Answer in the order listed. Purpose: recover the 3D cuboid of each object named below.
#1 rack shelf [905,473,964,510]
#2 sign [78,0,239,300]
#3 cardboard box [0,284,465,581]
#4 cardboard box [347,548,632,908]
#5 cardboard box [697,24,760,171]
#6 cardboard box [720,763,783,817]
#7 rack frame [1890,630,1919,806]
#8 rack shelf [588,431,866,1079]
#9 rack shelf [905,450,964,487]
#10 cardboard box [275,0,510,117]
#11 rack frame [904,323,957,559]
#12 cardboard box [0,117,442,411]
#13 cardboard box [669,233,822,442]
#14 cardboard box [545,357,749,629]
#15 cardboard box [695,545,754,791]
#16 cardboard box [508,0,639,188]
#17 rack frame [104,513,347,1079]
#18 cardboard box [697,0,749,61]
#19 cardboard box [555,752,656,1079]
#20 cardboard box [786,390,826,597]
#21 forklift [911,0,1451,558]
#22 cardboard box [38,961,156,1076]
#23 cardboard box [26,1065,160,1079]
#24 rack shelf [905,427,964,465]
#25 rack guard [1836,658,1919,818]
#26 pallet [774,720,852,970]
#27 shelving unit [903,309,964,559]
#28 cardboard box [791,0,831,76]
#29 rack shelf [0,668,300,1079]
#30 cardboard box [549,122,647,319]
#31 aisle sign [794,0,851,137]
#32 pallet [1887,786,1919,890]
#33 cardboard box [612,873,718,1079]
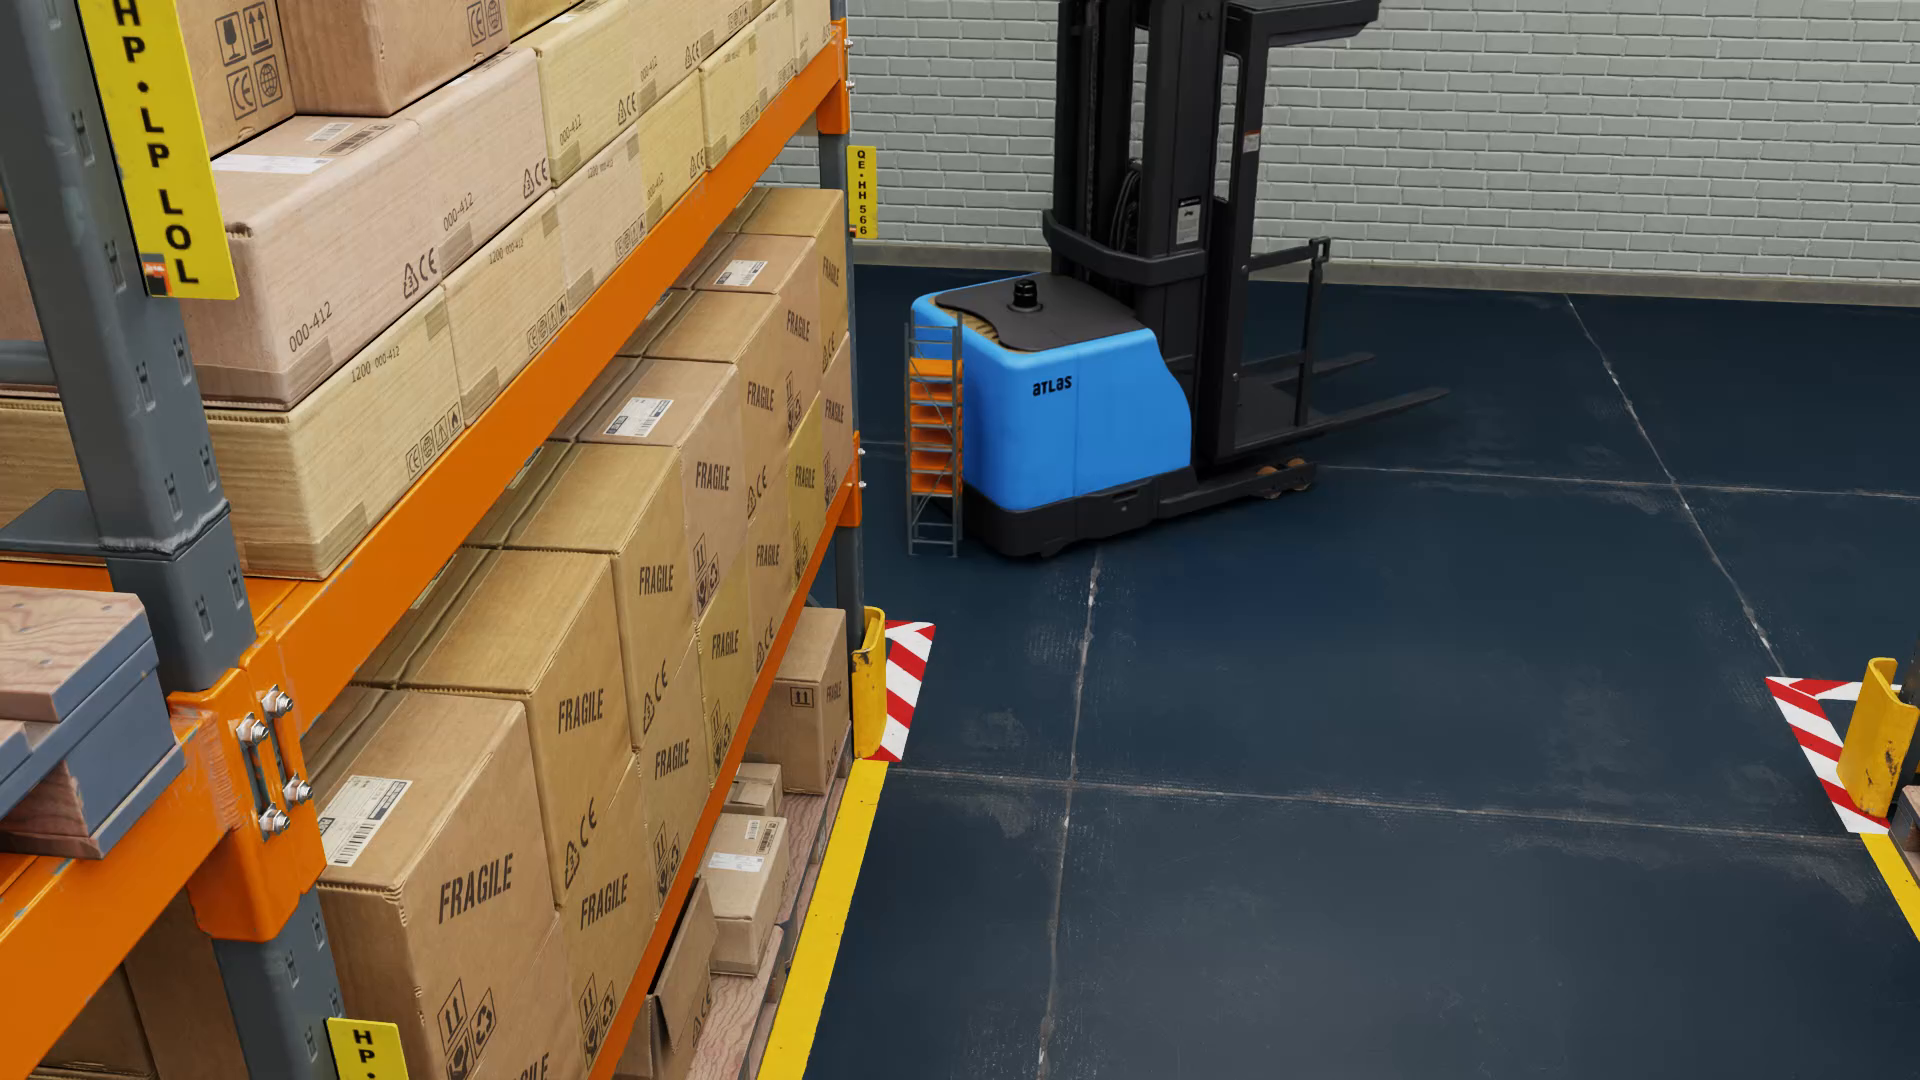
[{"bbox_3d":[-0.122,-0.239,8.028,0.258,0.103,0.180,4,29,7],"label":"rack shelf"},{"bbox_3d":[-0.825,-0.405,1.716,0.100,0.325,0.005,3,28,6],"label":"sign"},{"bbox_3d":[-1.071,-0.183,2.422,0.500,0.250,0.500,3,28,6],"label":"cardboard box"},{"bbox_3d":[-0.976,0.354,3.271,0.500,0.500,0.500,2,28,5],"label":"cardboard box"},{"bbox_3d":[-0.808,-1.123,4.168,0.500,0.250,0.500,3,28,6],"label":"cardboard box"},{"bbox_3d":[-0.847,0.913,5.917,0.380,0.166,0.250,3,28,6],"label":"cardboard box"},{"bbox_3d":[4.030,-0.307,5.657,1.000,3.000,0.127,3,28,6],"label":"rack frame"},{"bbox_3d":[-1.131,0.661,4.618,1.077,0.370,4.000,3,28,6],"label":"rack shelf"},{"bbox_3d":[-0.122,-0.345,7.971,0.258,0.103,0.180,4,29,7],"label":"rack shelf"},{"bbox_3d":[-1.152,-0.977,2.578,0.700,0.500,0.500,3,28,6],"label":"cardboard box"},{"bbox_3d":[-0.134,-0.446,7.813,0.240,1.200,0.006,4,29,7],"label":"rack frame"},{"bbox_3d":[-1.070,-0.403,2.304,0.500,0.250,0.500,3,28,6],"label":"cardboard box"},{"bbox_3d":[-0.729,-0.618,5.074,0.500,0.500,0.500,4,29,8],"label":"cardboard box"},{"bbox_3d":[-0.851,-0.131,4.172,0.500,0.500,0.500,4,29,8],"label":"cardboard box"},{"bbox_3d":[-0.859,0.302,4.421,0.500,0.500,0.500,3,28,5],"label":"cardboard box"},{"bbox_3d":[-0.938,-0.873,3.176,0.500,0.250,0.500,3,28,6],"label":"cardboard box"},{"bbox_3d":[-1.376,1.286,2.700,1.000,3.000,0.127,3,28,6],"label":"rack frame"},{"bbox_3d":[-0.822,-1.344,4.051,0.500,0.250,0.500,3,28,6],"label":"cardboard box"},{"bbox_3d":[-0.984,0.777,3.540,0.500,0.500,0.500,4,29,7],"label":"cardboard box"},{"bbox_3d":[-0.731,-0.170,5.297,0.500,0.500,0.500,4,29,7],"label":"cardboard box"},{"bbox_3d":[1.279,-1.703,8.322,3.031,2.935,1.130,-15,32,-26],"label":"forklift"},{"bbox_3d":[-1.571,0.549,2.909,0.500,0.500,0.500,3,29,6],"label":"cardboard box"},{"bbox_3d":[-1.570,0.992,3.141,0.500,0.500,0.500,4,29,7],"label":"cardboard box"},{"bbox_3d":[-0.122,-0.450,7.914,0.258,0.103,0.180,4,29,7],"label":"rack shelf"},{"bbox_3d":[4.020,0.781,6.273,1.175,0.500,0.348,3,28,6],"label":"rack guard"},{"bbox_3d":[-0.992,1.042,6.093,1.003,0.211,1.213,3,28,6],"label":"pallet"},{"bbox_3d":[-0.122,-0.489,7.893,0.258,1.200,0.189,4,29,7],"label":"shelving unit"},{"bbox_3d":[-0.687,-1.594,5.042,0.500,0.250,0.500,3,28,6],"label":"cardboard box"},{"bbox_3d":[-1.621,1.224,0.412,1.077,0.370,4.000,3,28,6],"label":"rack shelf"},{"bbox_3d":[-0.943,-0.653,3.295,0.500,0.250,0.500,3,28,6],"label":"cardboard box"},{"bbox_3d":[-0.574,-1.755,5.605,0.394,0.787,0.004,3,28,6],"label":"aisle sign"},{"bbox_3d":[3.890,1.307,5.602,1.003,0.211,1.213,3,28,6],"label":"pallet"},{"bbox_3d":[-1.151,1.307,4.830,0.797,0.503,0.637,3,28,6],"label":"cardboard box"}]
